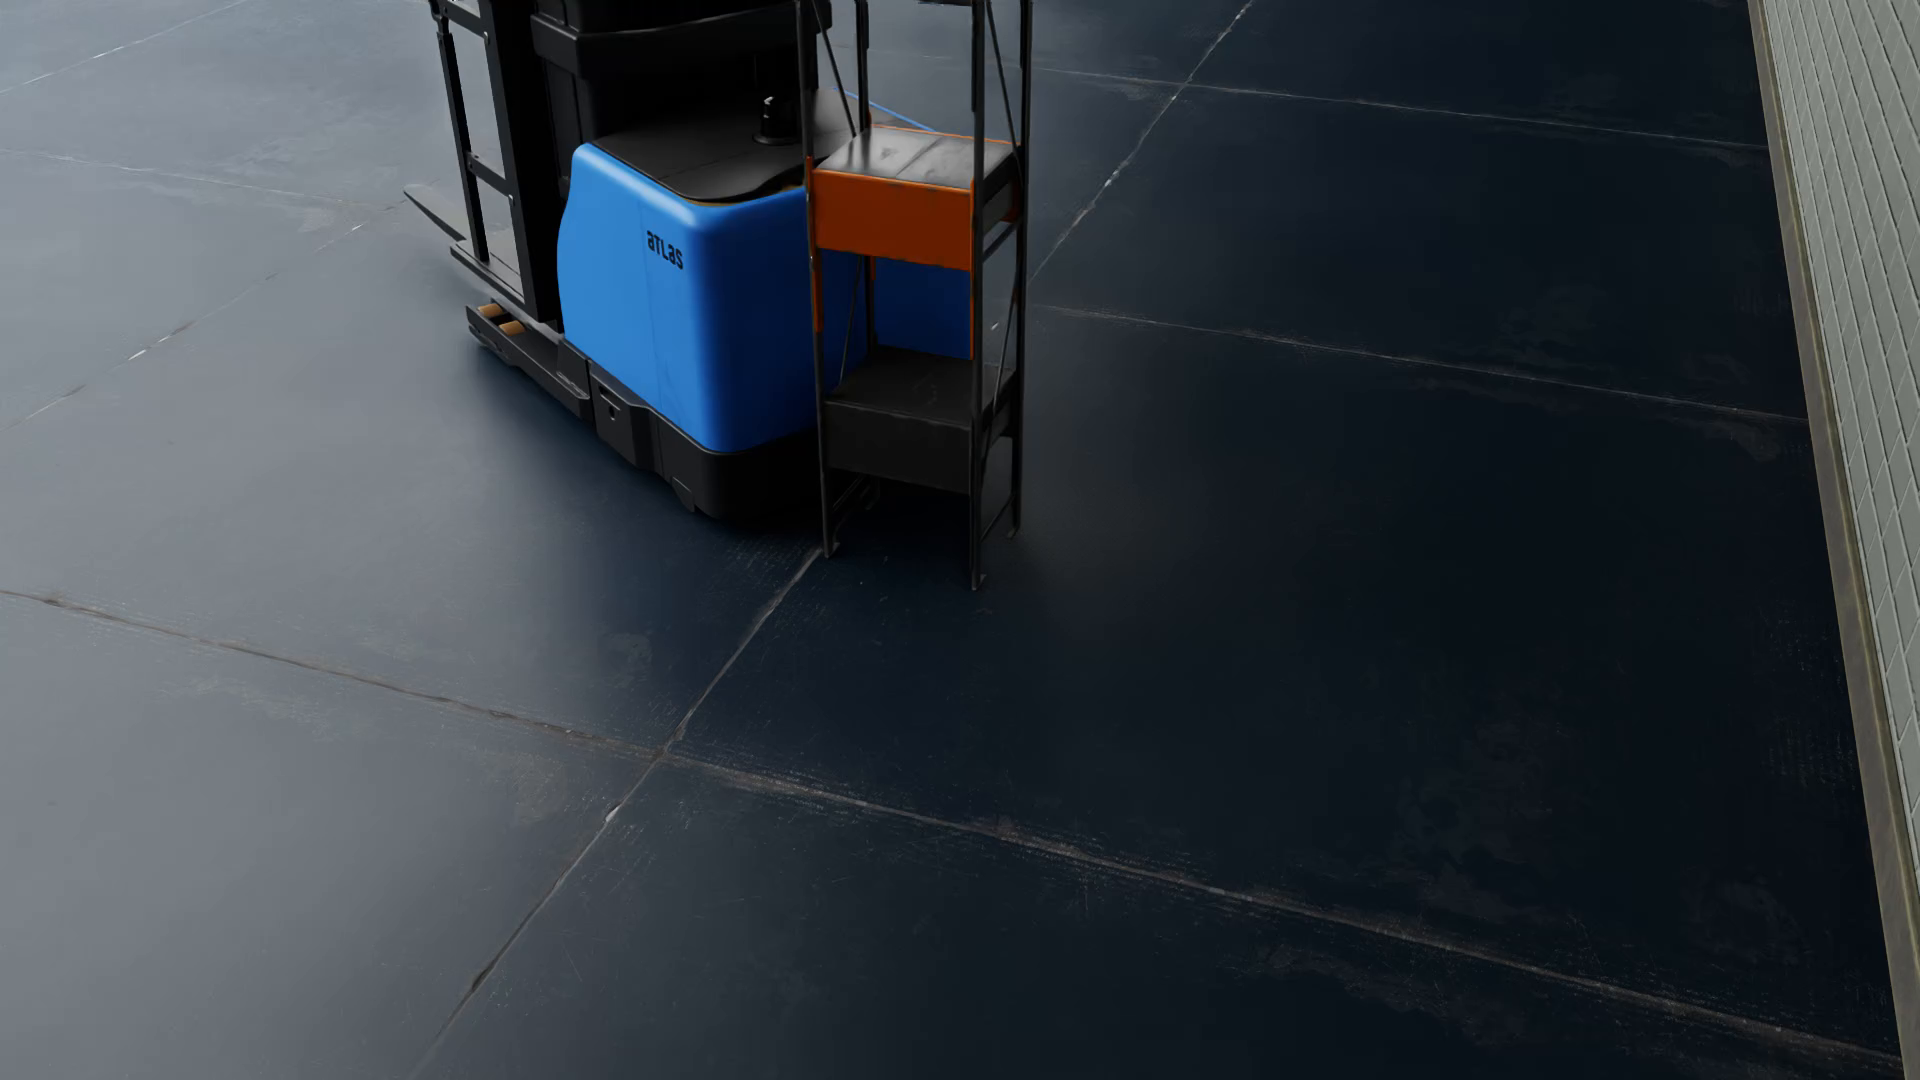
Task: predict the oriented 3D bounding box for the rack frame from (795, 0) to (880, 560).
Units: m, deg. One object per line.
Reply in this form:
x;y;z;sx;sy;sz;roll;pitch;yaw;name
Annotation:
-0.341;-0.922;4.742;0.015;2.100;0.400;12;35;18;rack frame

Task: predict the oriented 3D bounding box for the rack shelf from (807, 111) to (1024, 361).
-0.113;-0.863;4.676;0.480;0.518;0.431;12;35;18;rack shelf

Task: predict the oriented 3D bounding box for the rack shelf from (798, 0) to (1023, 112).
-0.113;-1.451;4.296;0.480;0.518;0.431;12;35;18;rack shelf

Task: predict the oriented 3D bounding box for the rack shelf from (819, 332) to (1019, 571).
-0.113;-0.275;5.055;0.480;0.518;0.431;12;35;18;rack shelf

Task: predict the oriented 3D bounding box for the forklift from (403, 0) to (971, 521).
-1.233;-2.032;5.694;1.130;2.935;3.031;-22;39;-31;forklift

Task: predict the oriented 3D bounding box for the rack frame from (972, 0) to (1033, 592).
0.115;-0.827;4.594;0.015;2.100;0.400;12;35;18;rack frame

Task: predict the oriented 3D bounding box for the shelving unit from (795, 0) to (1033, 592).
-0.113;-0.874;4.668;0.503;2.100;0.431;12;35;18;shelving unit
